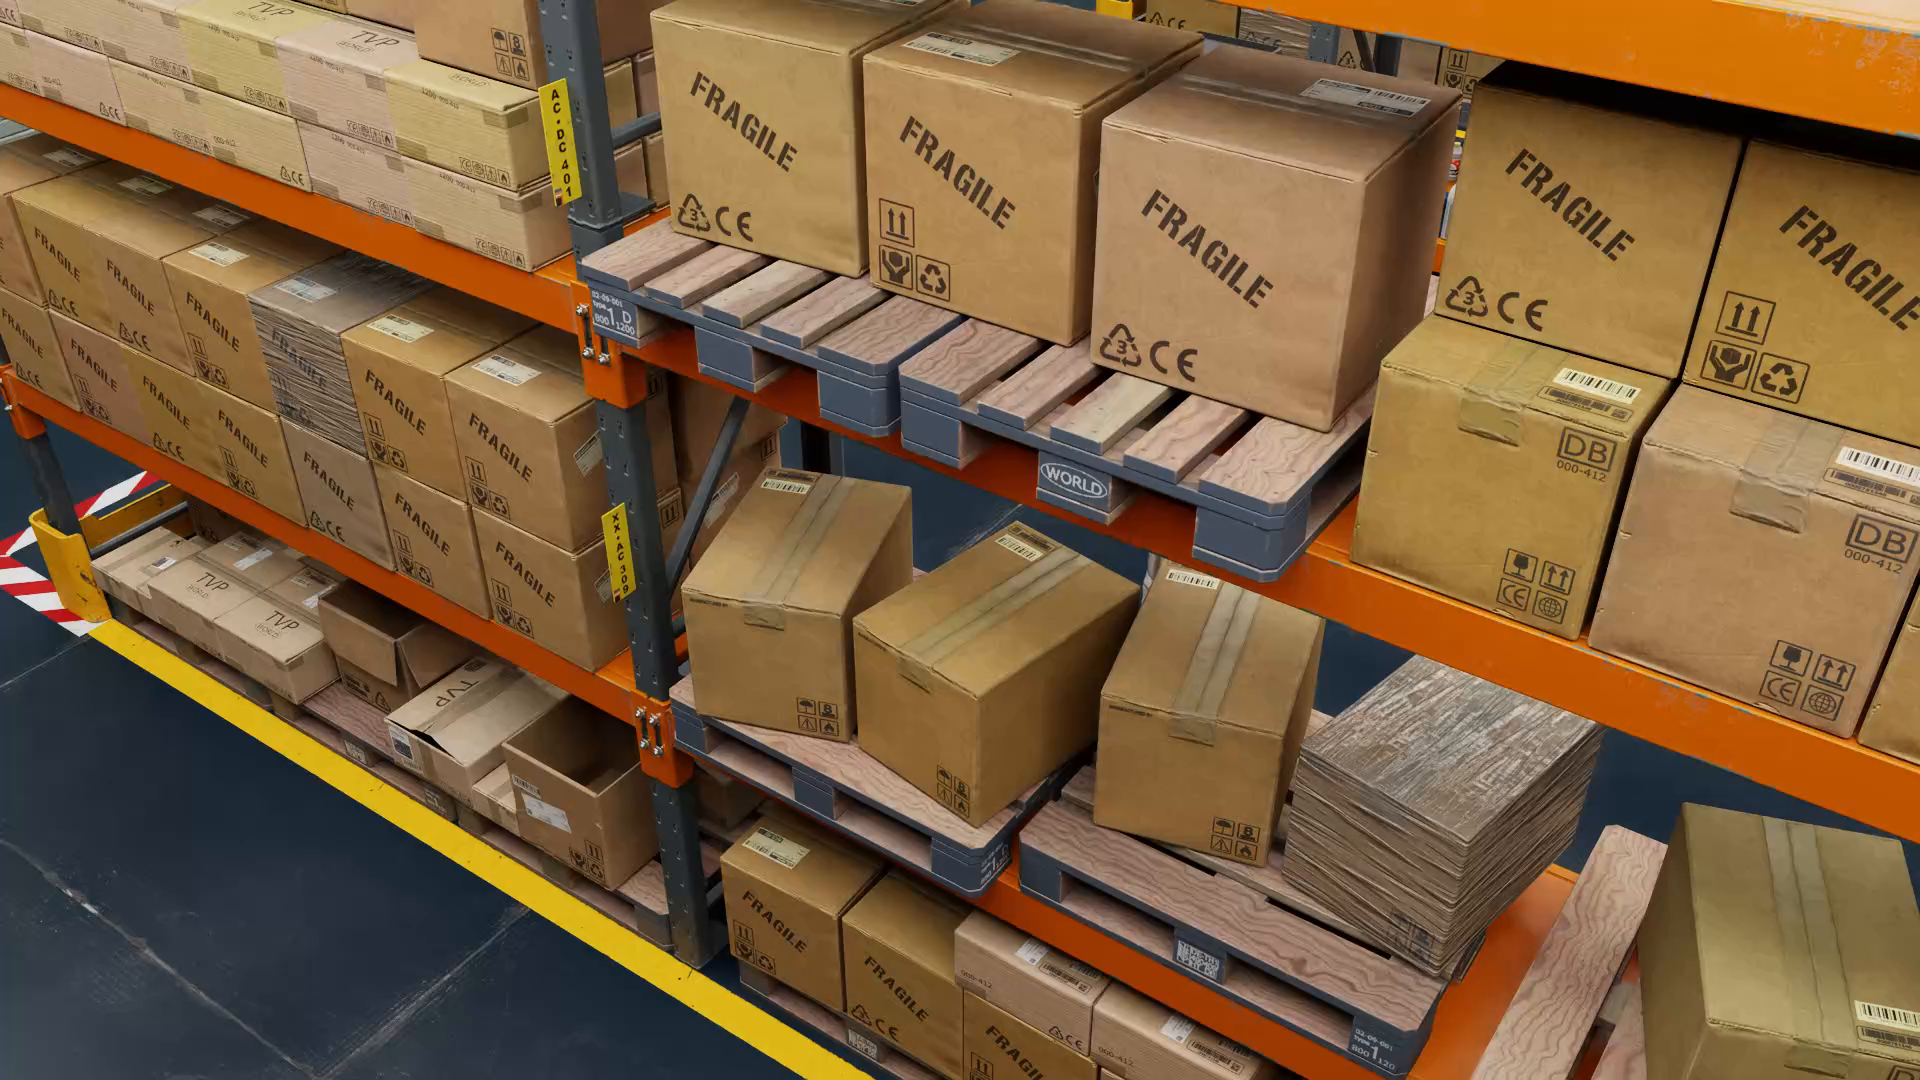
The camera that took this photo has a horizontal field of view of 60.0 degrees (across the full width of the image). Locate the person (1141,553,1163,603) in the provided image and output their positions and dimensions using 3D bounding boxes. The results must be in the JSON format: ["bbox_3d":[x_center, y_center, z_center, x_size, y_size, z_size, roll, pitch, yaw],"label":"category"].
[{"bbox_3d":[0.940,0.303,6.711,0.397,1.656,0.518,20,39,26],"label":"person"}]
